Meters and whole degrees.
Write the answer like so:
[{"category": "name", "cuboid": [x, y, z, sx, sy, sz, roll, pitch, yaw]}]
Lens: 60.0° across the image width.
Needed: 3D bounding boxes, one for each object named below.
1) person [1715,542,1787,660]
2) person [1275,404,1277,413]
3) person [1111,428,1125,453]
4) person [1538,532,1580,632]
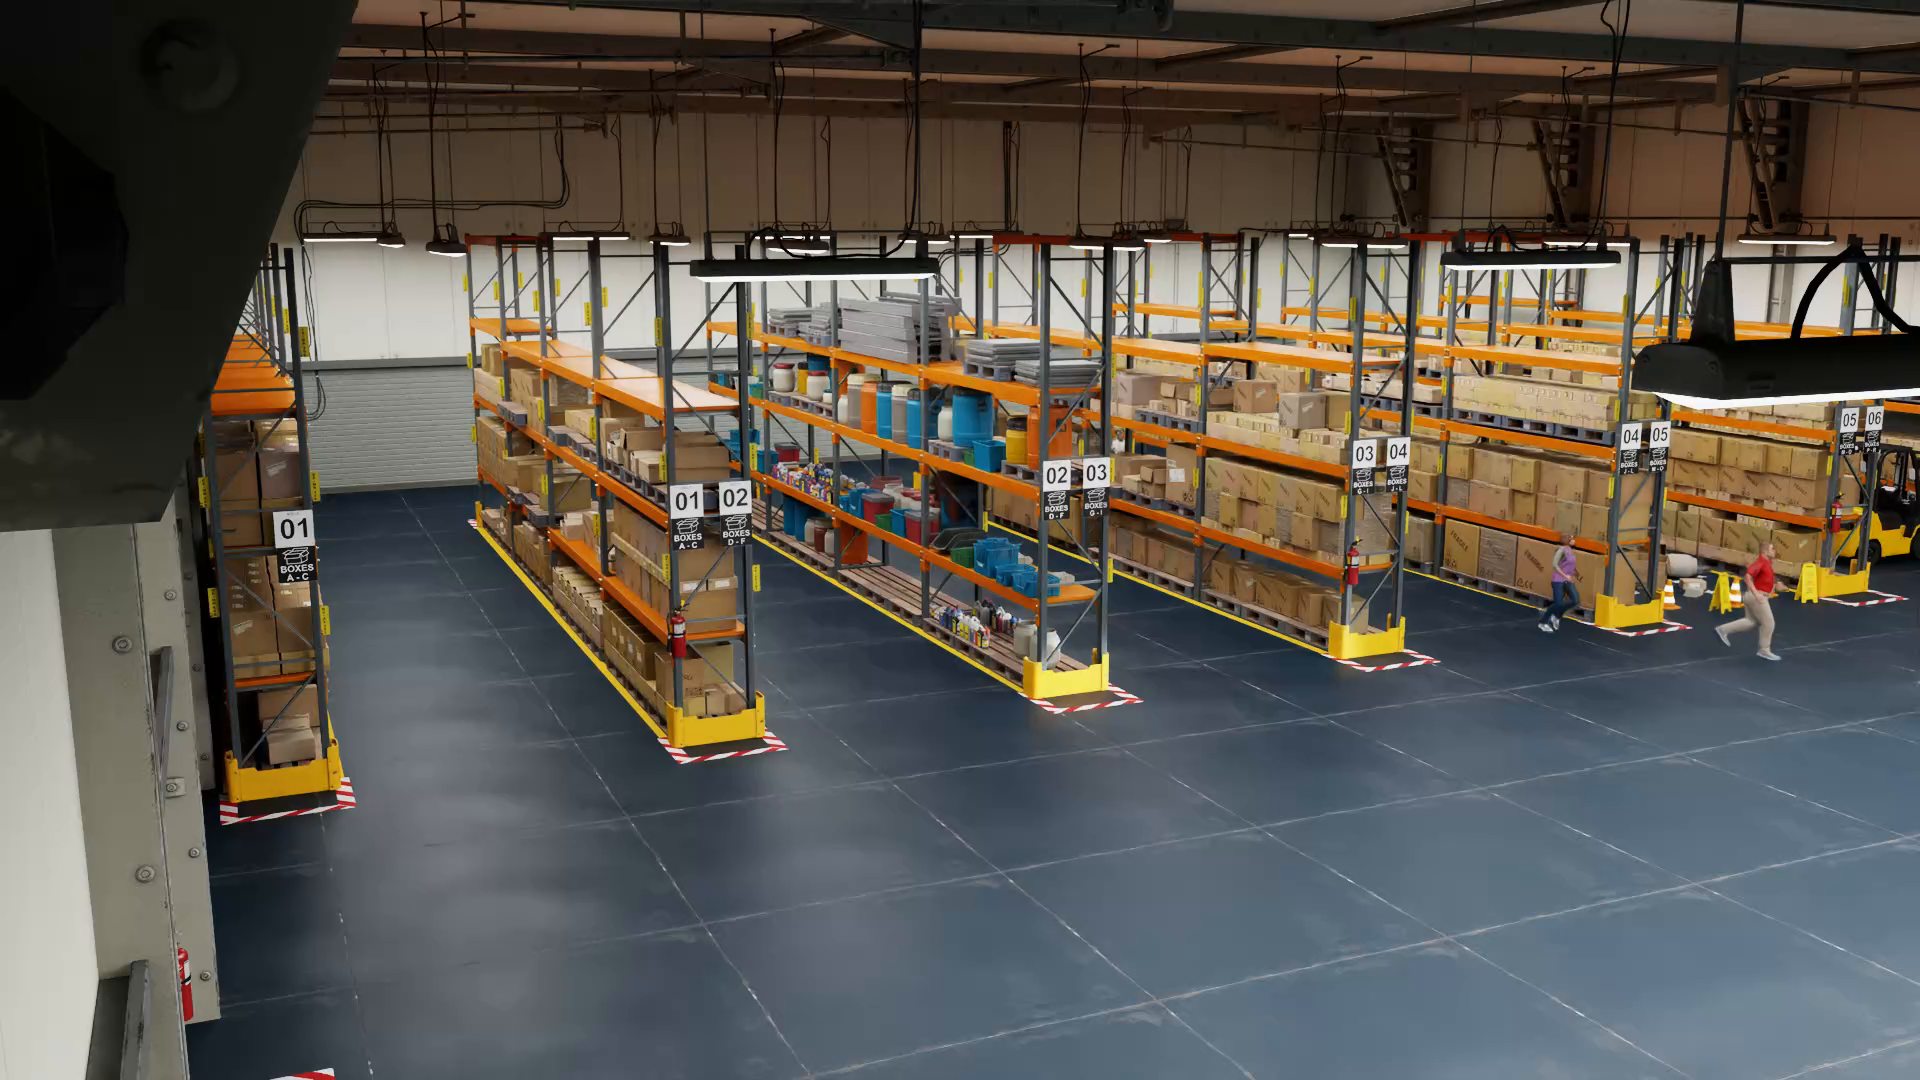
[{"category": "person", "cuboid": [11.547, 0.865, 24.257, 0.905, 1.718, 0.643, 5, 12, 25]}, {"category": "person", "cuboid": [8.271, -2.928, 43.912, 0.539, 1.638, 0.821, 0, 11, -1]}, {"category": "person", "cuboid": [3.594, -1.687, 37.465, 0.617, 1.711, 0.701, -4, 12, -18]}, {"category": "person", "cuboid": [9.346, 0.644, 25.741, 0.602, 1.548, 0.542, -9, 14, -39]}]
